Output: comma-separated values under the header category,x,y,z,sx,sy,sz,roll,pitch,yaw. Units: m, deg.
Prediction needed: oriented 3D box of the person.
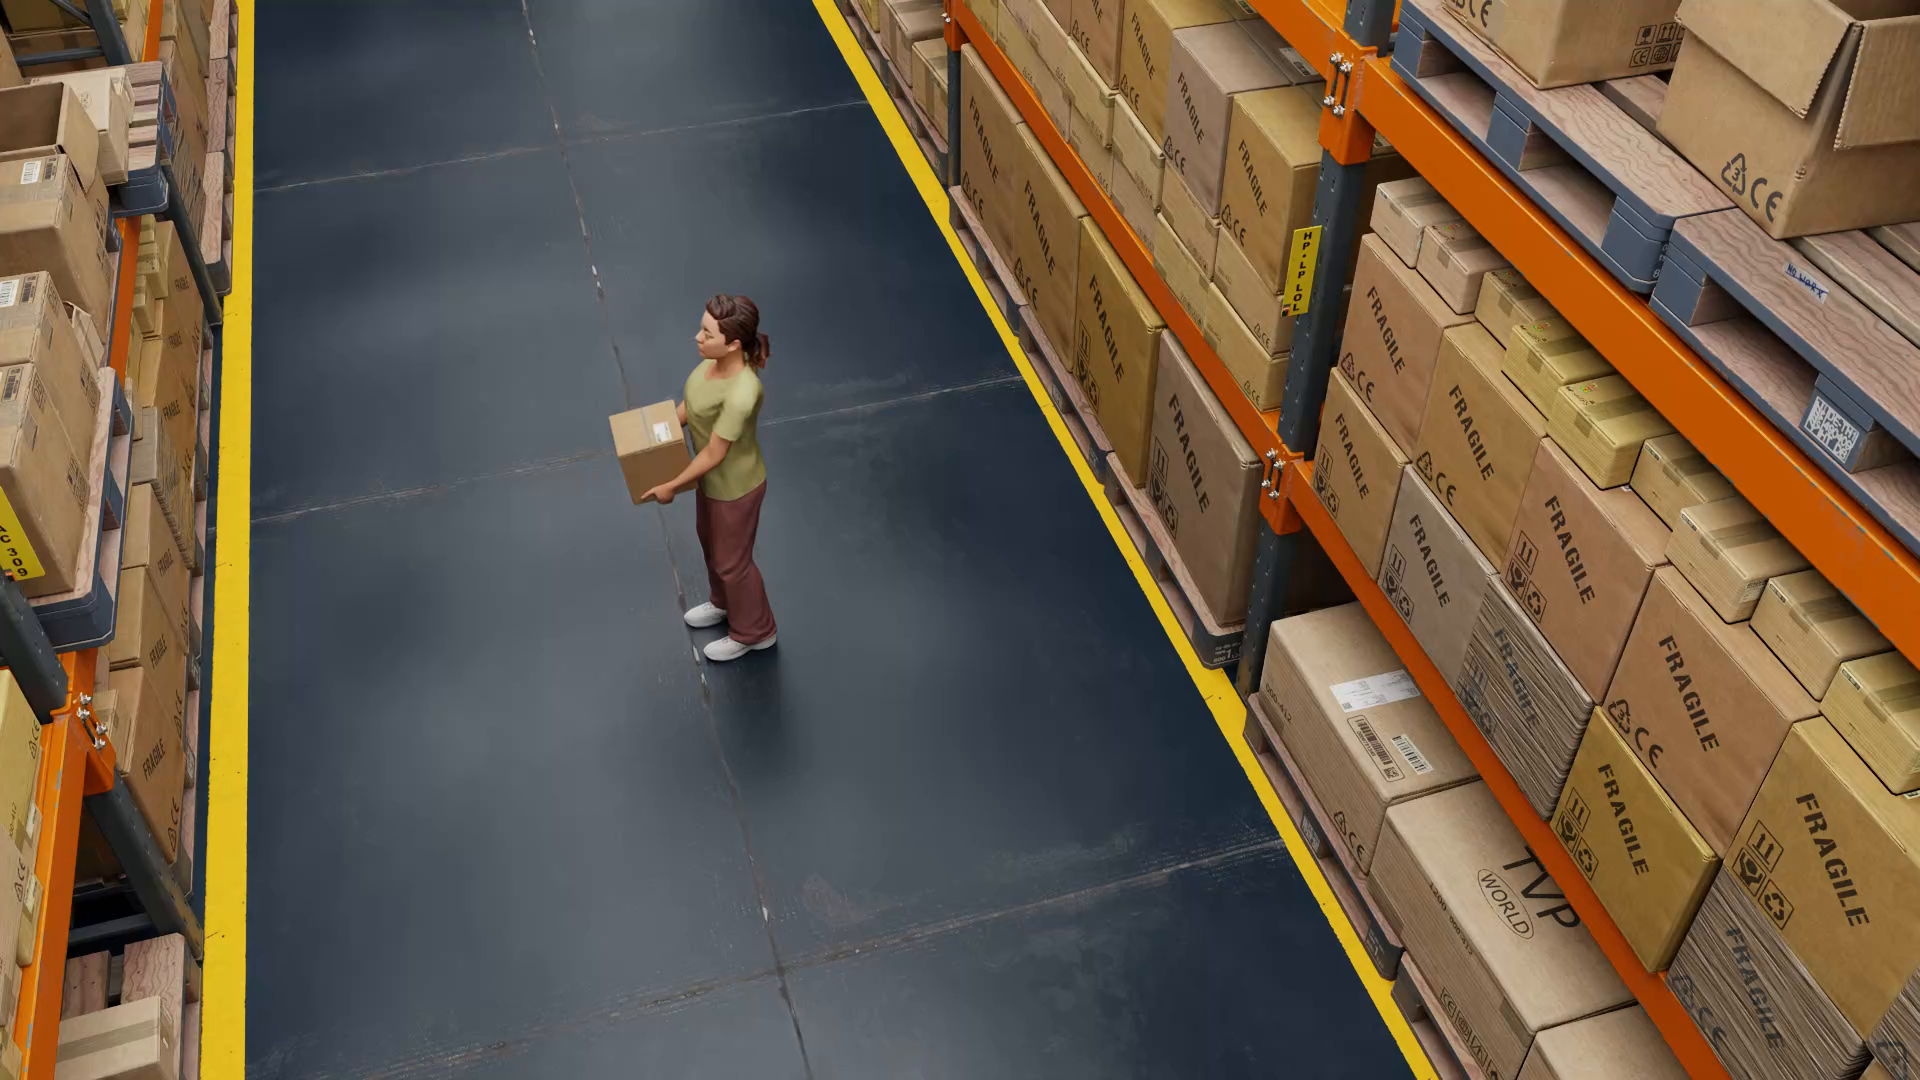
category,x,y,z,sx,sy,sz,roll,pitch,yaw
person,-0.956,-0.225,6.417,0.561,1.662,0.426,-11,44,-12
